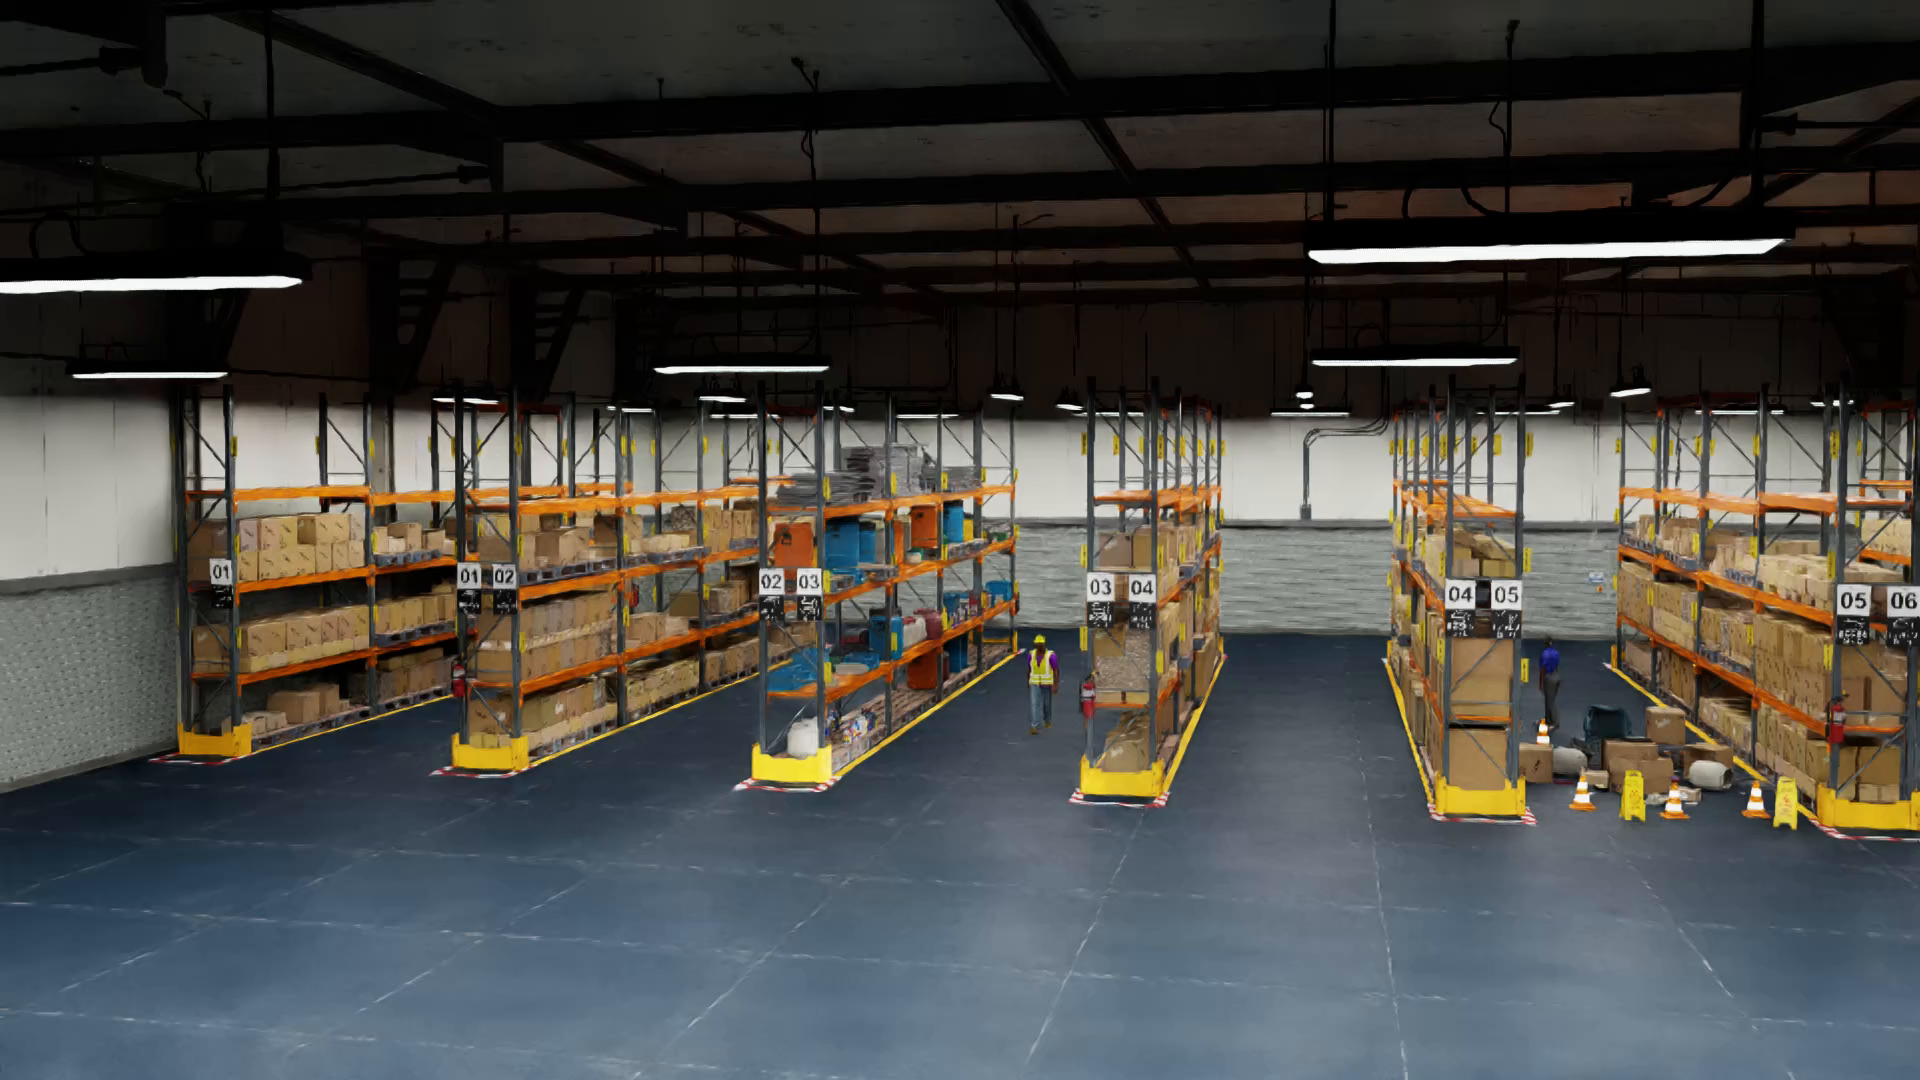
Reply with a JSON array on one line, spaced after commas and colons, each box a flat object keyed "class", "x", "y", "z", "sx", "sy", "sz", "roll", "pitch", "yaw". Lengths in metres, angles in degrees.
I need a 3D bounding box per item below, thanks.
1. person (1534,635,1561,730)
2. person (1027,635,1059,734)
[{"class": "person", "x": 10.429, "y": 2.510, "z": 29.508, "sx": 0.551, "sy": 1.653, "sz": 0.574, "roll": 3, "pitch": 4, "yaw": 44}, {"class": "person", "x": 1.447, "y": 2.512, "z": 29.208, "sx": 0.591, "sy": 1.716, "sz": 1.042, "roll": 1, "pitch": 3, "yaw": 11}]
